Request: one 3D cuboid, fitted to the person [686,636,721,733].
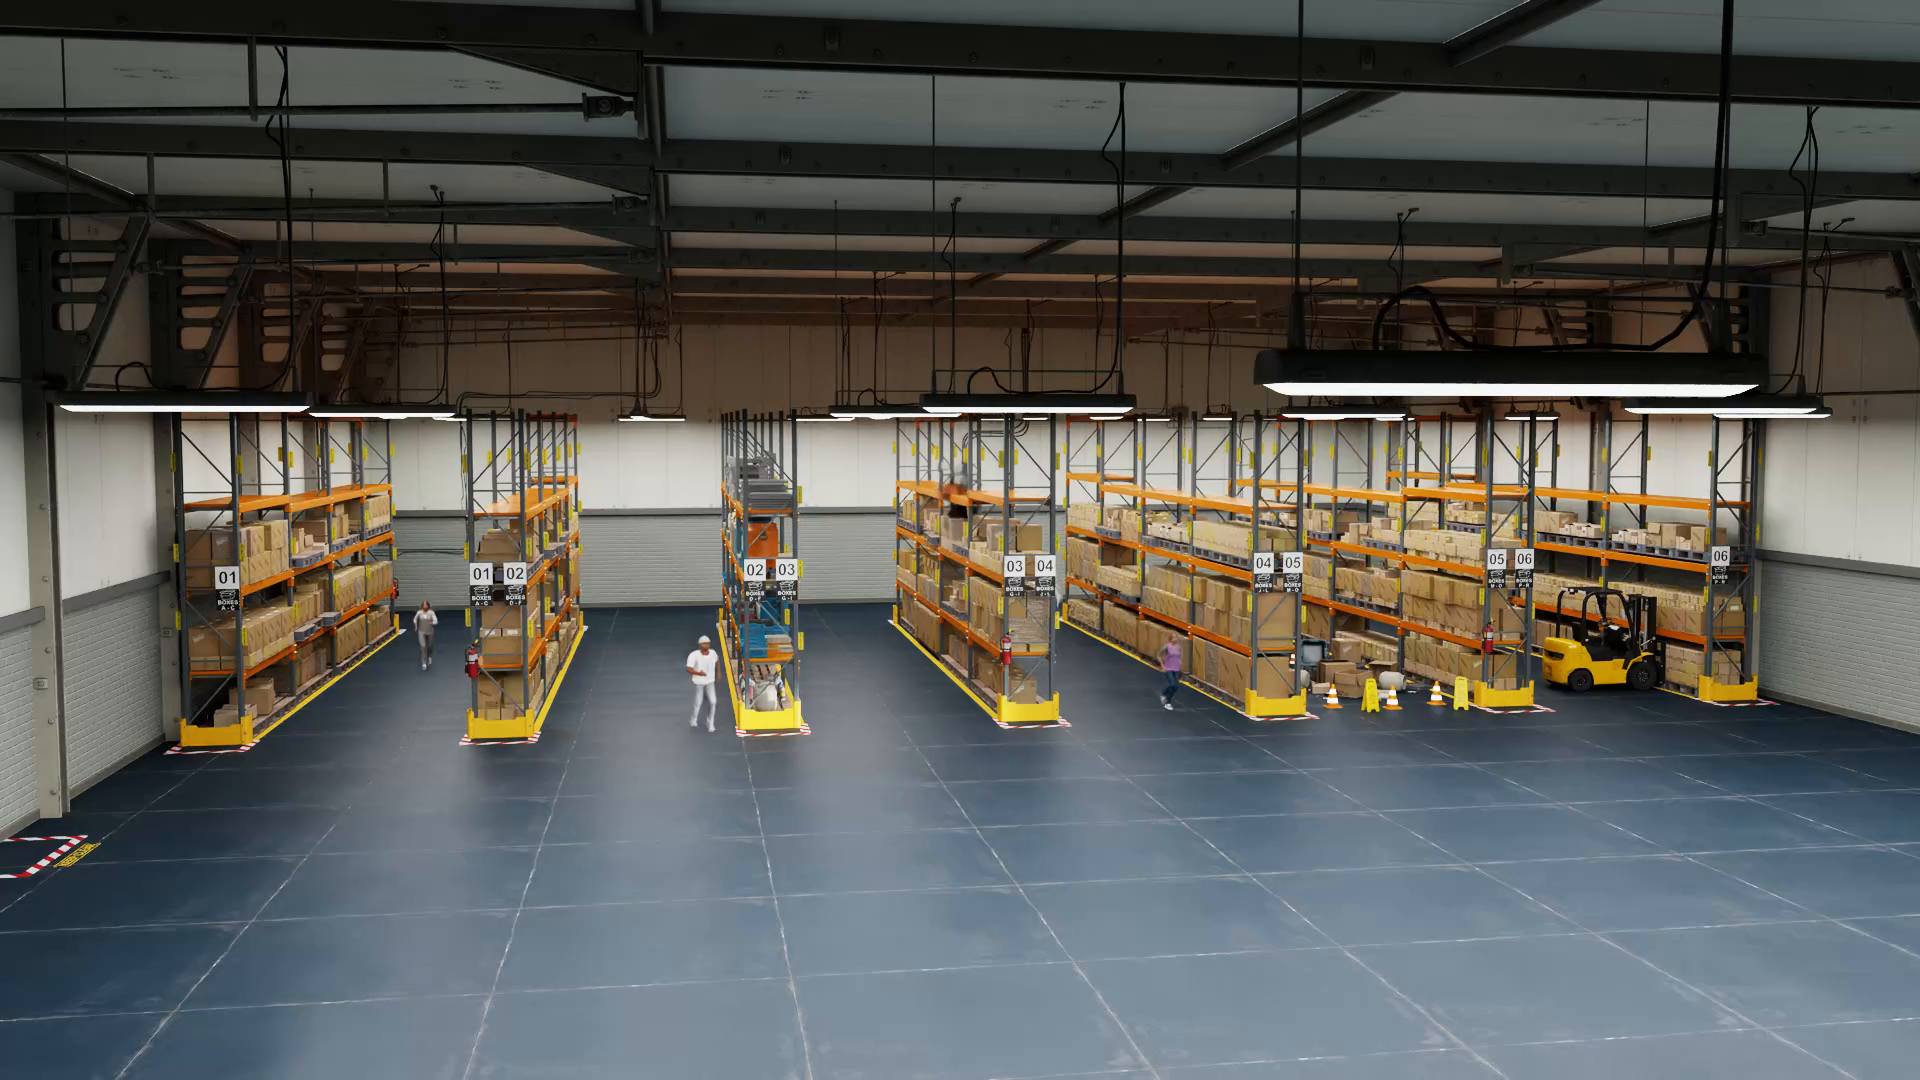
[{"bbox_3d":[-4.755,2.696,30.976,0.735,1.835,0.739,-2,5,-30],"label":"person"}]

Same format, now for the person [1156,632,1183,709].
[{"bbox_3d":[4.260,2.627,33.337,0.521,1.553,0.512,-2,4,-24],"label":"person"}]

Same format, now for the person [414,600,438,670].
[{"bbox_3d":[-12.485,2.195,38.862,0.537,1.585,0.893,-1,4,-18],"label":"person"}]

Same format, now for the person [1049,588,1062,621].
[{"bbox_3d":[2.415,1.801,44.553,0.633,1.654,0.666,0,4,-3],"label":"person"}]
